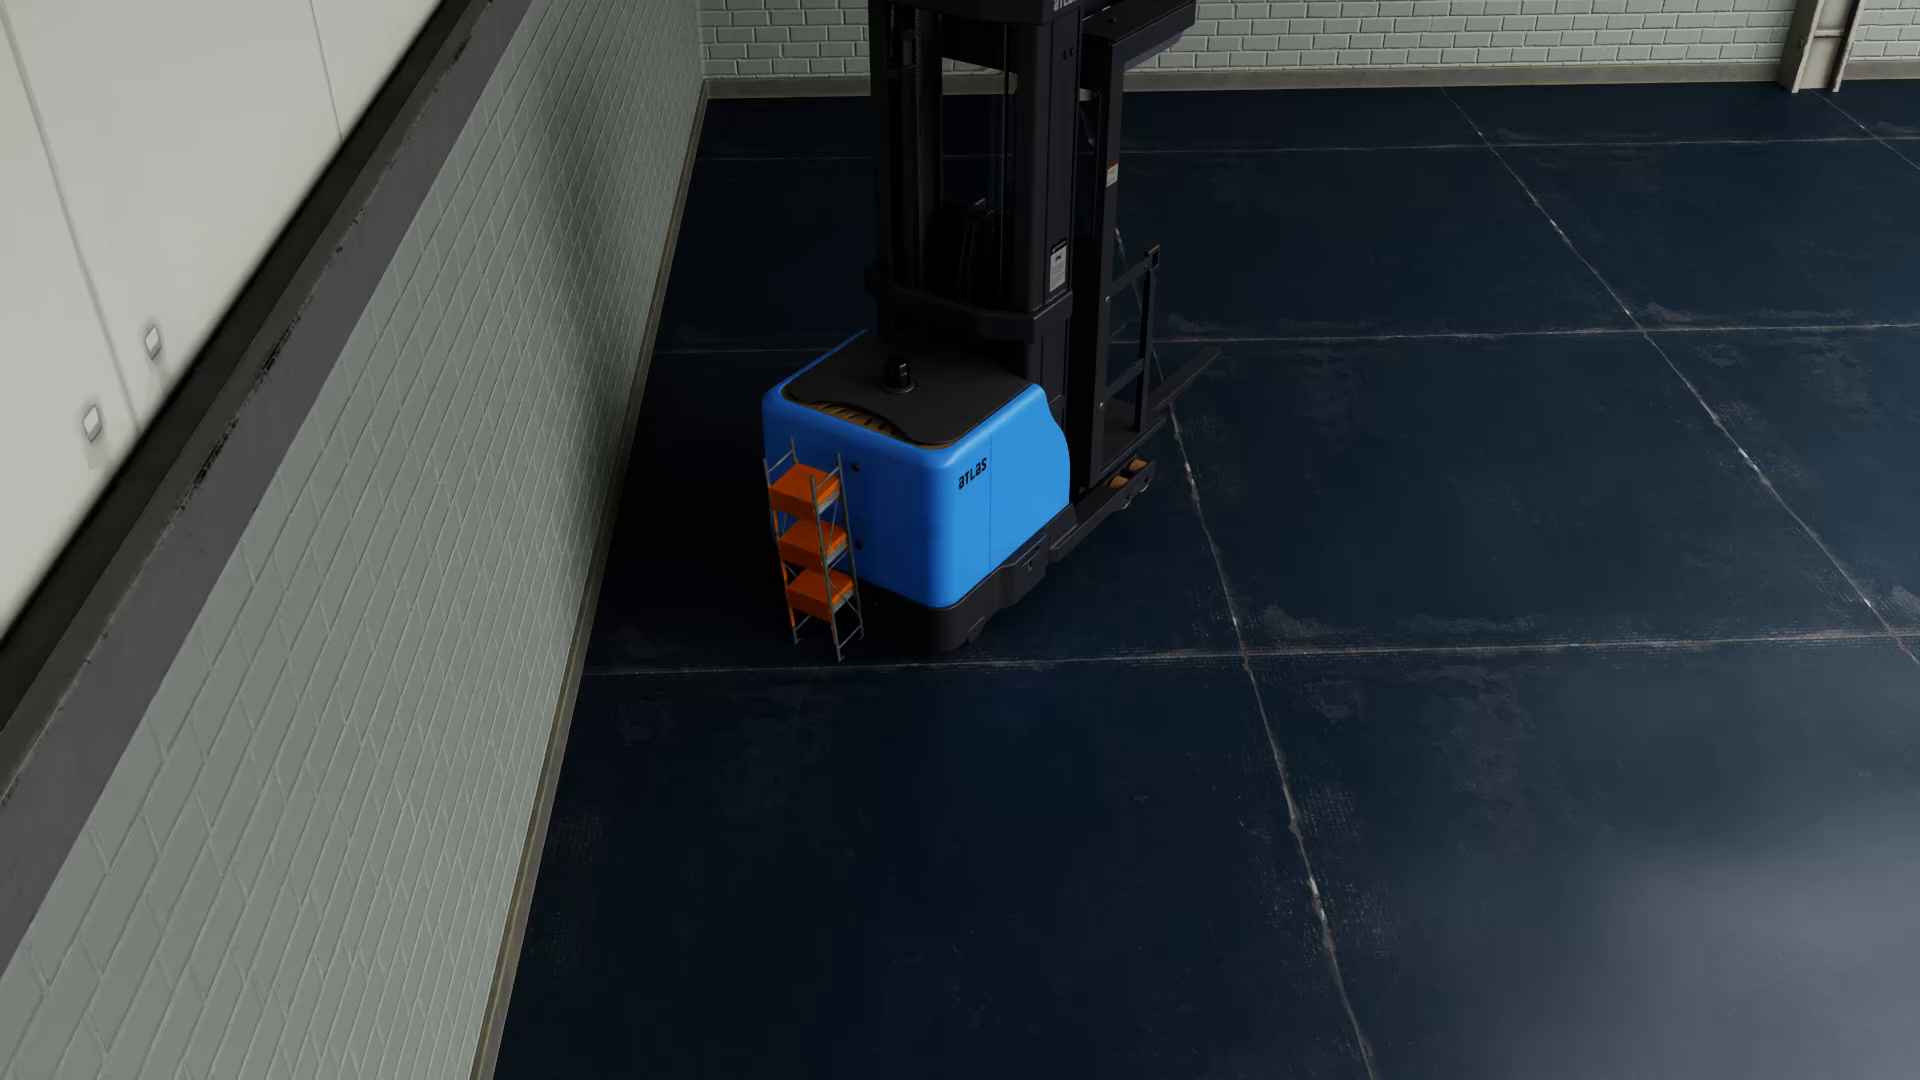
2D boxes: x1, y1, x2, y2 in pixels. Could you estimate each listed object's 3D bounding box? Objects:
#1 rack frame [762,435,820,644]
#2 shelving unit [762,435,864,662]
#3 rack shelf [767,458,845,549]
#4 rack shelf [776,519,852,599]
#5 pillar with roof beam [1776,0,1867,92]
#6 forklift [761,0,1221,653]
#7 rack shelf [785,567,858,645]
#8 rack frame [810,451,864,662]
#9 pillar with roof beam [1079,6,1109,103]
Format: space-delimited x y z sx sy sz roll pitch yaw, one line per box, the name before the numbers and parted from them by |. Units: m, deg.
rack frame | -0.730 0.015 7.288 0.008 1.050 0.200 20 46 26
shelving unit | -0.627 0.052 7.234 0.252 1.050 0.215 20 46 26
rack shelf | -0.644 -0.156 7.059 0.240 0.259 0.215 20 46 26
rack shelf | -0.627 0.060 7.241 0.240 0.259 0.215 20 46 26
pillar with roof beam | 7.144 -4.980 7.539 0.400 9.000 9.100 -2 35 -2
forklift | 0.352 -1.501 7.843 1.130 2.935 3.031 21 40 27
rack shelf | -0.610 0.273 7.419 0.240 0.259 0.215 20 46 26
rack frame | -0.525 0.090 7.180 0.008 1.050 0.200 20 46 26
pillar with roof beam | 1.150 -4.819 7.305 0.400 9.000 9.100 -2 35 -2
